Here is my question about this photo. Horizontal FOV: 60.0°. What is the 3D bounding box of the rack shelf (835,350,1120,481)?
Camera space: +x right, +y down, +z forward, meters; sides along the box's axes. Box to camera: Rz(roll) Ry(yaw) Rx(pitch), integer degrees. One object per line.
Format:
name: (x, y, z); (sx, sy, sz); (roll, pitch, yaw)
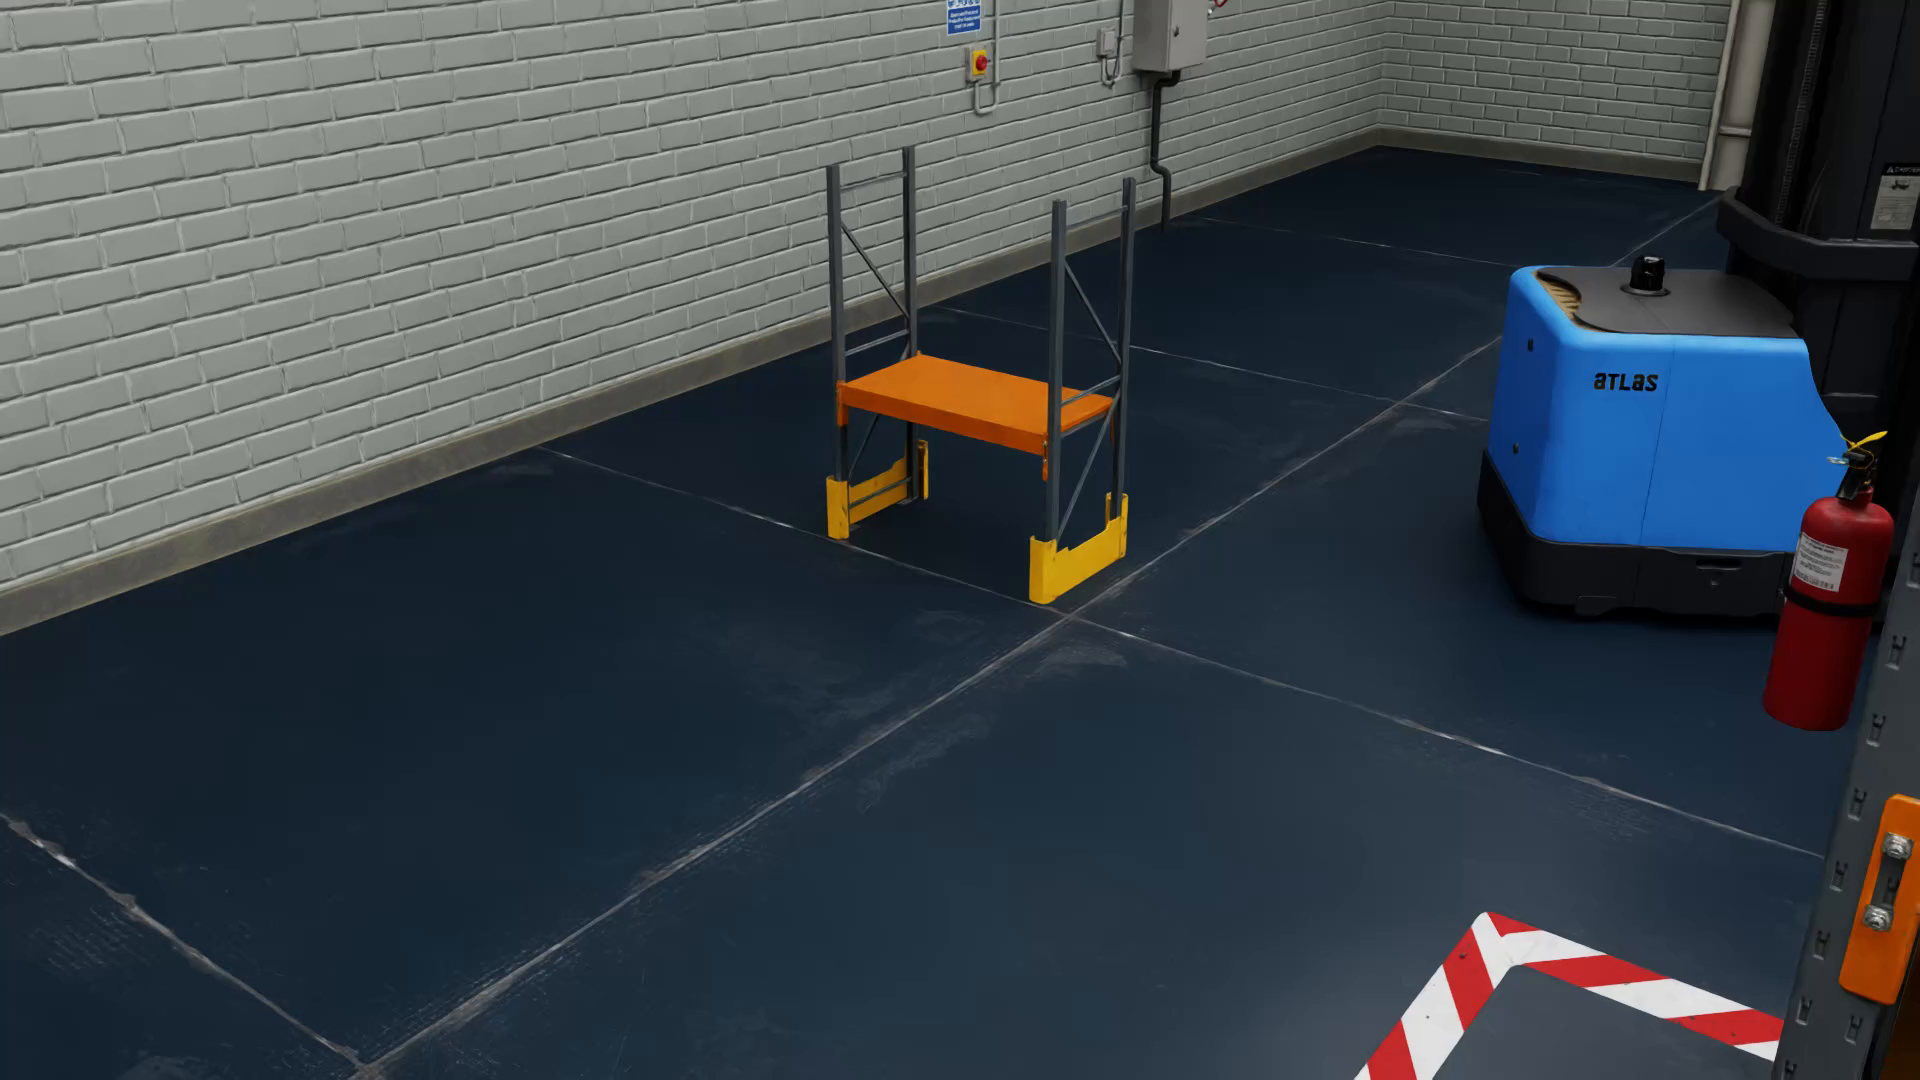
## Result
rack shelf: (0.068, -0.501, 6.473); (1.000, 0.185, 0.538); (17, 29, 33)

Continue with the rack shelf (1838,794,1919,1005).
rack shelf: (3.341, 0.881, 1.923); (4.000, 0.370, 1.077); (17, 29, 33)

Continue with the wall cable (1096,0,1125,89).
wall cable: (0.944, -3.835, 10.473); (0.122, 1.984, 0.588); (17, 29, 33)

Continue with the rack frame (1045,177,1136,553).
rack frame: (0.475, -0.543, 6.122); (0.032, 1.500, 0.500); (17, 29, 33)

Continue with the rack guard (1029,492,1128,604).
rack guard: (0.460, 0.024, 6.384); (0.087, 0.250, 0.587); (17, 29, 33)

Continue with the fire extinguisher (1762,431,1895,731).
fire extinguisher: (1.816, 0.064, 3.442); (0.183, 0.674, 0.296); (17, 29, 33)

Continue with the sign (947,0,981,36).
sign: (0.025, -3.032, 9.577); (0.001, 0.218, 0.327); (17, 29, 33)

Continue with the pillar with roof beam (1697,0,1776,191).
pillar with roof beam: (3.404, -5.455, 7.970); (0.400, 9.000, 9.100); (17, 29, 33)

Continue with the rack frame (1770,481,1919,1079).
rack frame: (1.739, 0.069, 2.873); (0.053, 2.616, 0.949); (17, 29, 33)

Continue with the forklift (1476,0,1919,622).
forklift: (3.612, -1.195, 5.827); (3.031, 2.935, 1.130); (2, 24, 5)

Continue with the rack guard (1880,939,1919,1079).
rack guard: (1.802, 1.230, 3.338); (0.348, 0.500, 1.175); (17, 29, 33)

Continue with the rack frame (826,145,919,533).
rack frame: (-0.339, -0.789, 6.680); (0.032, 1.500, 0.500); (17, 29, 33)

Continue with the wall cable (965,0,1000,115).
wall cable: (0.103, -3.389, 9.422); (0.123, 1.953, 0.585); (17, 29, 33)

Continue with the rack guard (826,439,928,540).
rack guard: (-0.337, -0.216, 6.931); (0.087, 0.250, 0.587); (17, 29, 33)

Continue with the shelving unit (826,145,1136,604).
shelving unit: (0.061, -0.668, 6.406); (1.083, 1.500, 0.587); (17, 29, 33)

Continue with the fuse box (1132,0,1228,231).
fuse box: (1.479, -2.962, 11.351); (0.414, 1.711, 0.539); (17, 29, 33)
